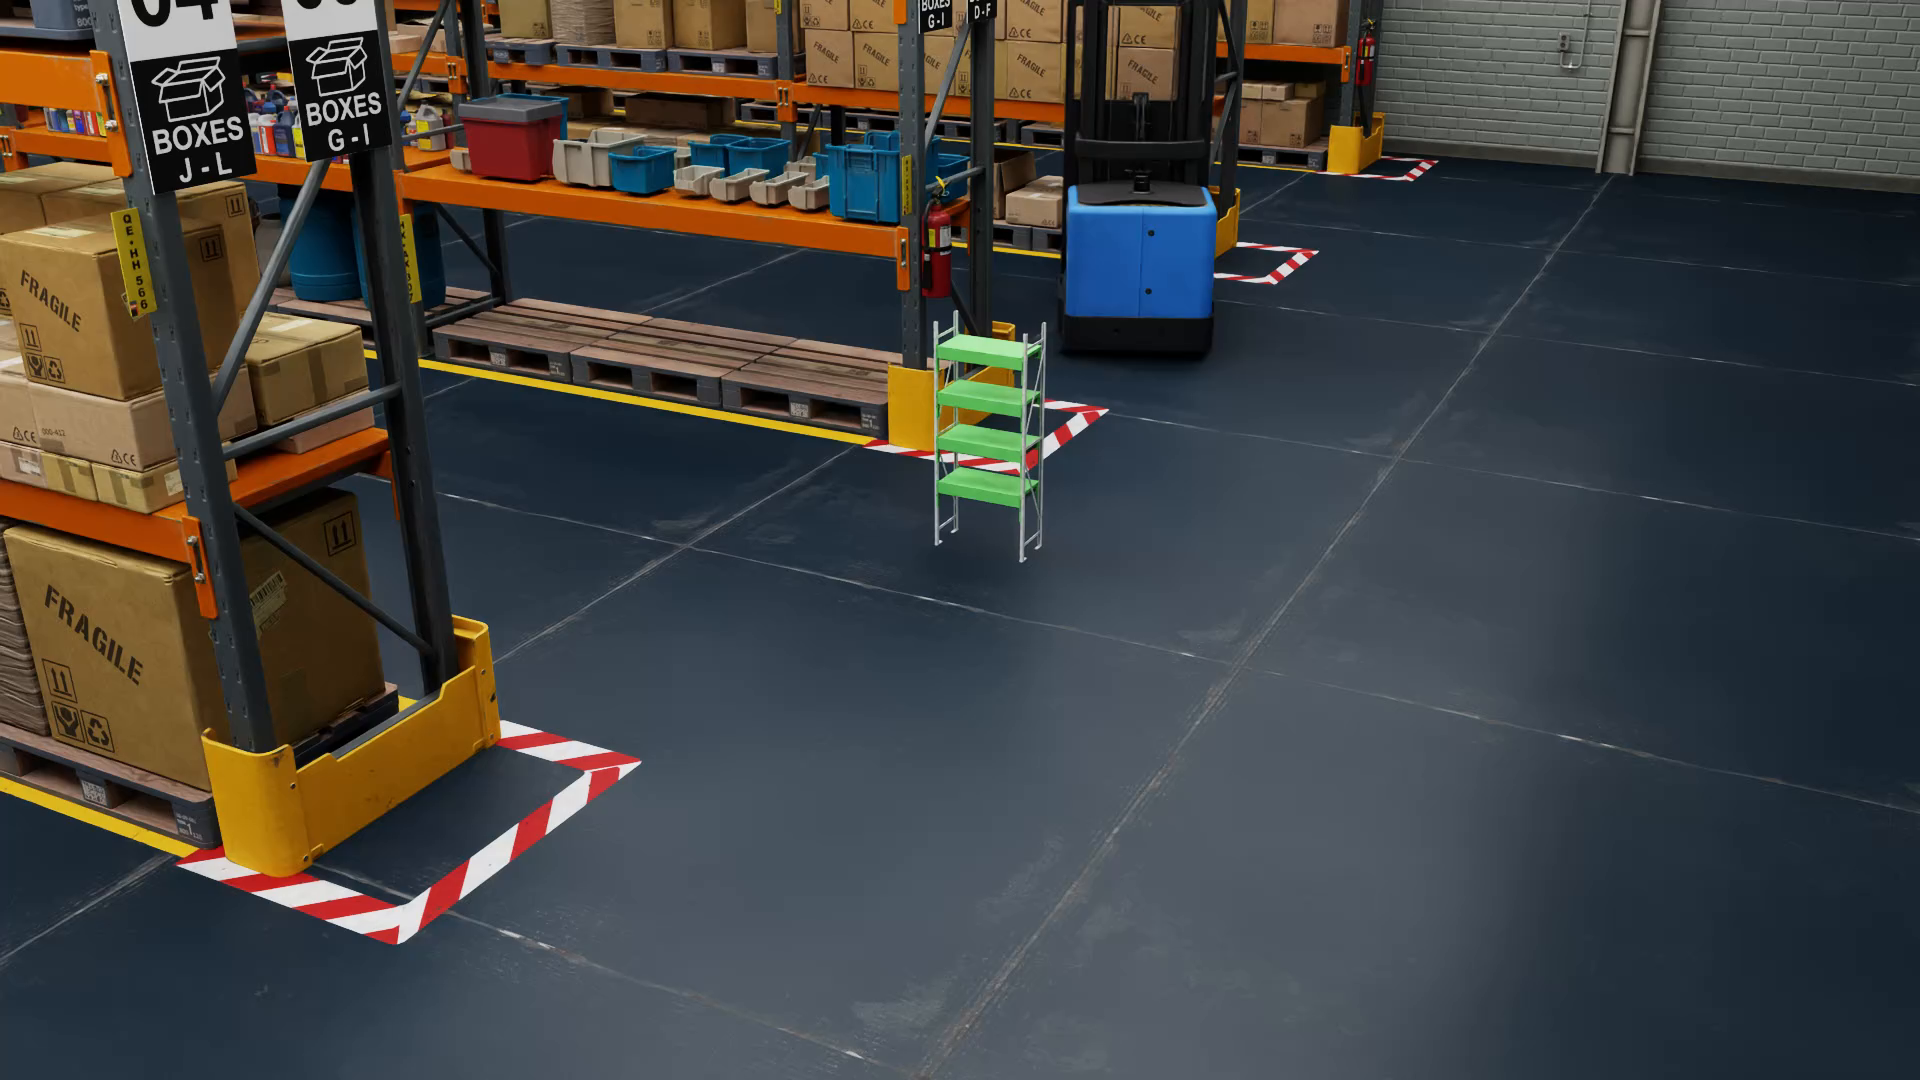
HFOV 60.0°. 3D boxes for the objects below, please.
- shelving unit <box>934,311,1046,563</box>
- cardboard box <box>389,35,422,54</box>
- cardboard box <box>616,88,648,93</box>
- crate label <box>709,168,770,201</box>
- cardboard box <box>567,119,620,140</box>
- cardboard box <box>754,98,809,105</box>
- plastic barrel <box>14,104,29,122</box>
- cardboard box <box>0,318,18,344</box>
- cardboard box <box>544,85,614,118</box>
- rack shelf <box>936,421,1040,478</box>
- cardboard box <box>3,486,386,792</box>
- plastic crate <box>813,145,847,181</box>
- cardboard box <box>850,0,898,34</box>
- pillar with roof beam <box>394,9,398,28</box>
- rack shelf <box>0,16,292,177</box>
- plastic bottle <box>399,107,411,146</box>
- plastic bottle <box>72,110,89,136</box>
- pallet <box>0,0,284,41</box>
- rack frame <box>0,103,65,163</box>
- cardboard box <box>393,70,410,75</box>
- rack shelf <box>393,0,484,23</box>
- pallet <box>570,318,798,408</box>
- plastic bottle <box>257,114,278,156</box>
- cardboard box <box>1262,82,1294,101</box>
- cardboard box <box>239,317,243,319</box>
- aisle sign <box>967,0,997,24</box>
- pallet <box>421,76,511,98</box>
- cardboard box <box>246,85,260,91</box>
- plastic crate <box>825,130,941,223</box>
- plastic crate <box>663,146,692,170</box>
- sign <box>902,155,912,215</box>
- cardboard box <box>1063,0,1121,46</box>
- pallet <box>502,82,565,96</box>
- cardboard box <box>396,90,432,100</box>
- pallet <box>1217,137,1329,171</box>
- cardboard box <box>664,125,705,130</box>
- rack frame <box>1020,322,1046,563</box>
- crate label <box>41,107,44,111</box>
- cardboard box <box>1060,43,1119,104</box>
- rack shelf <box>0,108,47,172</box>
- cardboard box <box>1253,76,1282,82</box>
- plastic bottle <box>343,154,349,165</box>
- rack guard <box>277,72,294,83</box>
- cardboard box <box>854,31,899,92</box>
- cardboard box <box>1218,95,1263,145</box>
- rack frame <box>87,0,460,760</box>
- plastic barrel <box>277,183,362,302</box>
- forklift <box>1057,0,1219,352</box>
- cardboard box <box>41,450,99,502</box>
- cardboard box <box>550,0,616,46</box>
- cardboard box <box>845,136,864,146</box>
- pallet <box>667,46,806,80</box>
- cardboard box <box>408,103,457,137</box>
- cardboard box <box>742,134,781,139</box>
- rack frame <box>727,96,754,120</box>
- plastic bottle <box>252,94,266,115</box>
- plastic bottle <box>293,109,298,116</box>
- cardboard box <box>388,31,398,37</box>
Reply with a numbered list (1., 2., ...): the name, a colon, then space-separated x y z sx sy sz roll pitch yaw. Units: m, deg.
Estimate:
1. shelving unit: 0.148 -0.523 8.446 0.503 1.200 0.258 11 25 25
2. cardboard box: -5.896 -5.225 17.525 0.250 0.149 0.380 11 25 25
3. cardboard box: -4.266 -6.380 22.551 0.500 0.500 0.700 11 25 24
4. crate label: -1.388 -2.220 10.399 0.243 0.136 0.396 11 25 25
5. cardboard box: -3.776 -3.970 16.883 0.500 0.500 0.500 11 25 24
6. cardboard box: -2.140 -6.038 21.324 0.750 0.750 0.750 11 25 24
7. plastic barrel: -7.757 -3.588 13.180 0.708 0.536 0.600 11 25 25
8. cardboard box: -3.761 -0.647 6.250 0.500 0.250 0.500 10 25 23
9. cardboard box: -3.976 -4.584 17.370 0.500 0.250 0.500 12 26 27
10. rack shelf: 0.148 -0.464 8.471 0.480 0.148 0.258 11 25 25
11. cardboard box: -2.909 0.293 6.407 0.875 0.875 0.875 11 25 25
12. plastic crate: -0.727 -2.362 10.608 0.300 0.233 0.416 11 25 25
13. cardboard box: -0.644 -4.806 14.813 0.500 0.500 0.500 10 25 23
14. pillar with roof beam: -10.803 -9.858 20.431 0.400 9.000 9.100 11 25 25
15. rack shelf: -4.087 -1.809 6.258 4.000 0.370 1.077 11 25 25
16. plastic bottle: -4.089 -3.052 12.259 0.097 0.271 0.097 0 23 0
17. plastic bottle: -6.694 -3.232 12.667 0.133 0.283 0.061 11 25 25
18. pallet: -2.969 -1.874 5.603 1.213 0.211 1.003 11 25 25
19. rack frame: -7.207 -3.549 13.263 0.127 3.000 1.000 11 25 25
20. cardboard box: -8.158 -7.073 24.180 0.500 0.500 0.700 10 25 21
21. rack shelf: -8.091 -7.738 24.031 4.000 0.370 1.077 11 25 25
22. pallet: -1.870 -1.228 11.369 1.213 0.211 1.003 11 25 25
23. plastic bottle: -4.911 -2.896 11.886 0.135 0.276 0.152 11 25 25
24. cardboard box: 3.536 -4.986 18.470 0.250 0.149 0.380 11 25 24
25. cardboard box: -3.075 -0.743 6.476 0.500 0.250 0.500 11 25 24
26. aisle sign: 0.131 -3.424 9.646 0.004 0.787 0.394 11 25 25
27. pallet: -6.922 -6.539 23.855 1.213 0.211 1.003 11 25 25
28. cardboard box: -8.282 -5.011 18.960 0.500 0.311 0.500 11 26 25
29. plastic crate: -0.450 -2.174 9.908 0.499 0.435 0.616 11 25 25
30. plastic crate: -1.947 -2.547 11.166 0.466 0.136 0.293 11 25 25
31. sign: -0.301 -2.017 9.451 0.005 0.325 0.100 11 25 25
32. cardboard box: 1.199 -4.444 13.960 0.500 0.500 0.500 12 26 26
33. pallet: -5.611 -6.295 23.283 1.213 0.211 1.003 11 25 25
34. cardboard box: -6.230 -4.840 18.559 0.500 0.311 0.500 10 25 23
35. pallet: 3.654 -4.427 18.891 1.213 0.211 1.003 11 25 25
36. cardboard box: -2.644 -3.976 16.898 0.500 0.500 0.500 12 26 25
37. rack frame: 0.365 -0.480 8.345 0.015 1.200 0.240 11 25 25
38. crate label: -7.414 -3.677 13.778 0.416 0.233 0.303 11 25 25
39. cardboard box: 1.184 -3.986 14.163 0.500 0.500 0.500 11 26 25
40. rack shelf: -8.992 -3.571 14.234 4.000 0.370 1.077 11 25 25
41. cardboard box: 3.482 -5.164 18.888 0.250 0.149 0.380 11 26 25
42. plastic bottle: -4.250 -2.719 11.565 0.097 0.201 0.097 0 23 0
43. rack guard: -9.808 -7.258 25.178 0.348 0.500 1.175 11 25 25
44. cardboard box: -0.608 -4.344 15.003 0.500 0.500 0.500 12 26 25
45. cardboard box: 3.286 -4.817 18.900 0.500 0.500 0.700 11 25 24
46. rack frame: -2.302 -0.407 5.874 0.127 3.000 1.000 11 25 25
47. plastic barrel: -4.747 -2.298 12.464 0.708 0.901 0.600 11 25 25
48. forklift: 1.329 -3.204 12.539 1.130 2.935 3.031 1 23 3
49. cardboard box: -3.001 -0.284 5.907 0.250 0.149 0.380 11 26 25
50. cardboard box: -3.625 -5.218 16.522 0.500 0.500 0.700 17 28 34
51. cardboard box: -0.762 -3.623 16.068 0.500 0.500 0.500 11 25 25
52. pallet: -2.063 -4.663 16.127 1.213 0.211 1.003 11 25 25
53. cardboard box: -5.547 -4.471 17.691 0.500 0.311 0.500 12 26 26
54. cardboard box: -1.968 -3.611 16.041 0.500 0.500 0.500 11 25 24
55. rack frame: -2.737 -7.009 21.399 0.127 3.000 1.000 11 25 25
56. plastic bottle: -5.377 -3.294 12.811 0.133 0.283 0.061 11 25 25
57. plastic bottle: -4.705 -2.951 11.920 0.185 0.351 0.144 11 25 25
58. cardboard box: -6.132 -5.368 17.862 0.250 0.149 0.380 13 26 28
